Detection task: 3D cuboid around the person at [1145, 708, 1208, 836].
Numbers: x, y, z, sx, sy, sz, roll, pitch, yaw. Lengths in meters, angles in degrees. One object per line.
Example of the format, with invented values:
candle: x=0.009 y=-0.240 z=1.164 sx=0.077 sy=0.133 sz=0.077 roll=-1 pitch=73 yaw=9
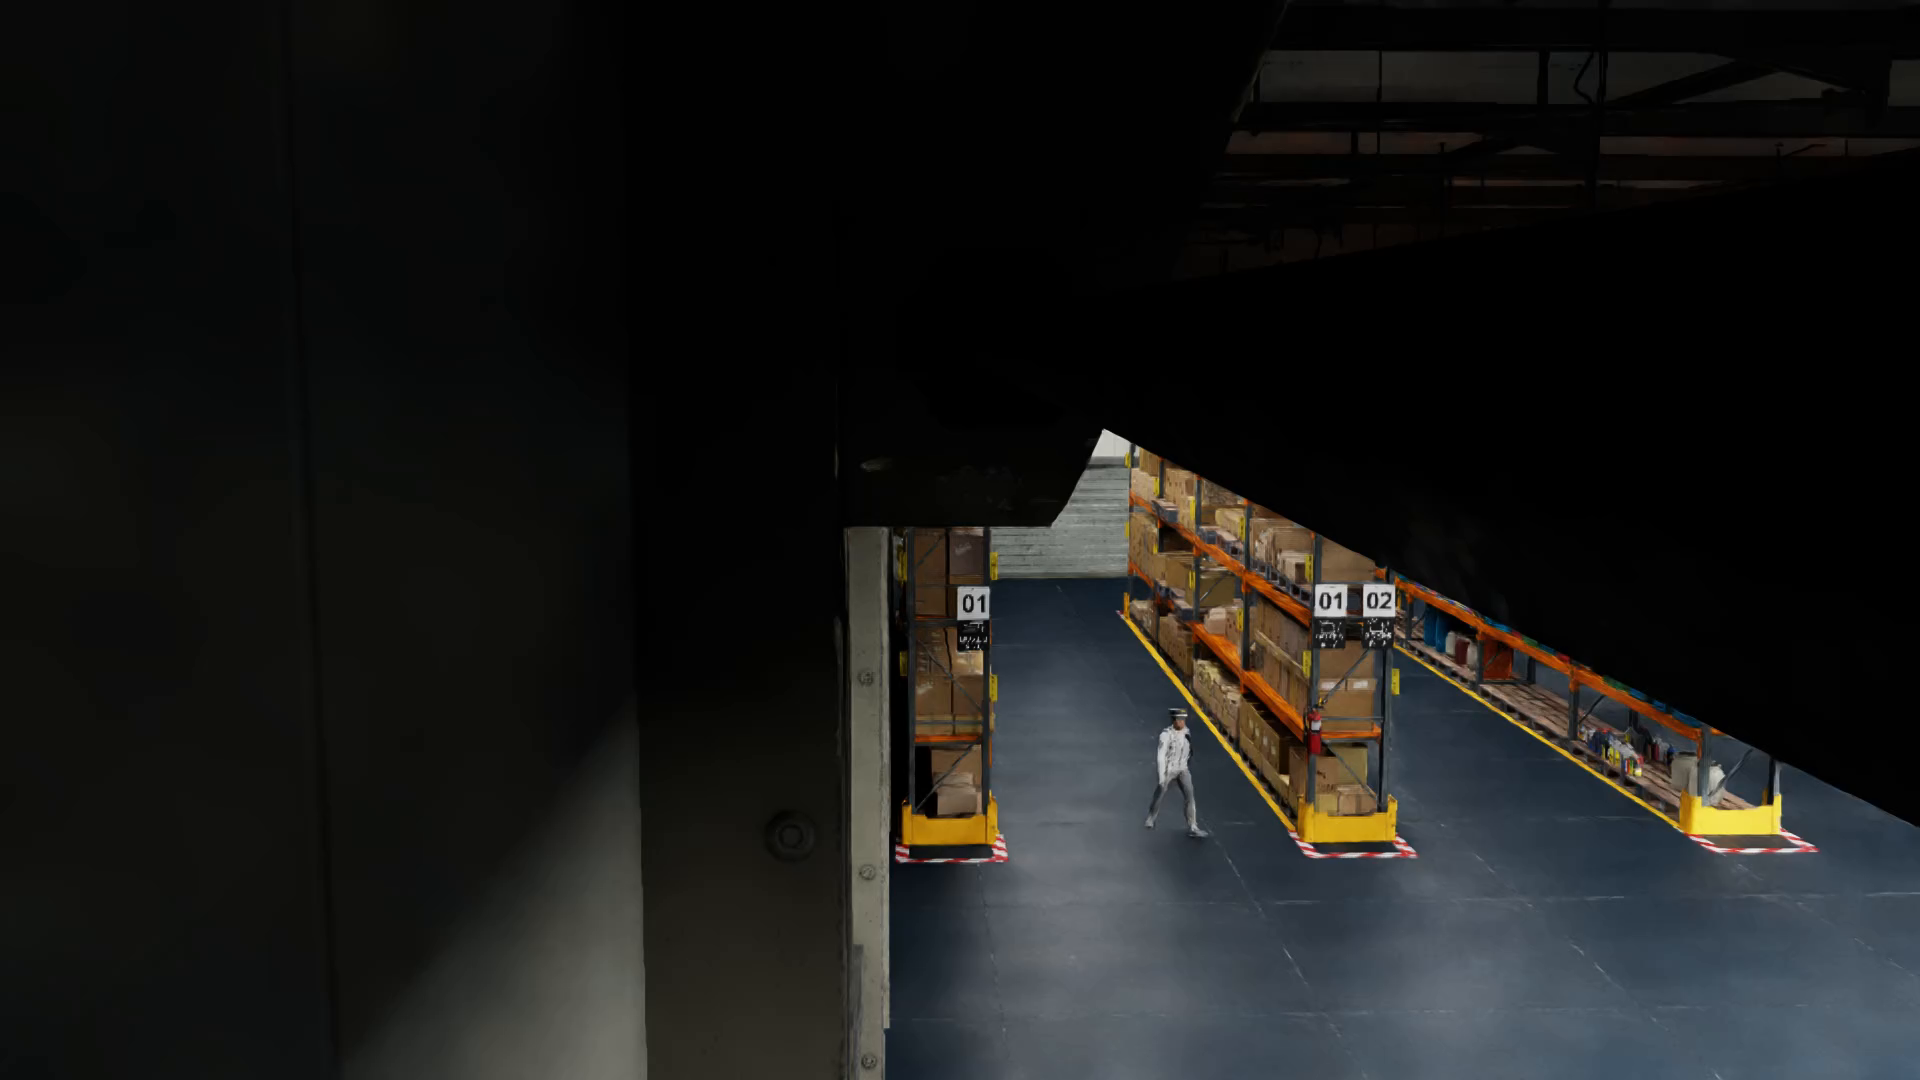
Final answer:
person: x=2.686 y=2.870 z=20.819 sx=0.529 sy=1.625 sz=0.936 roll=-3 pitch=8 yaw=-25
